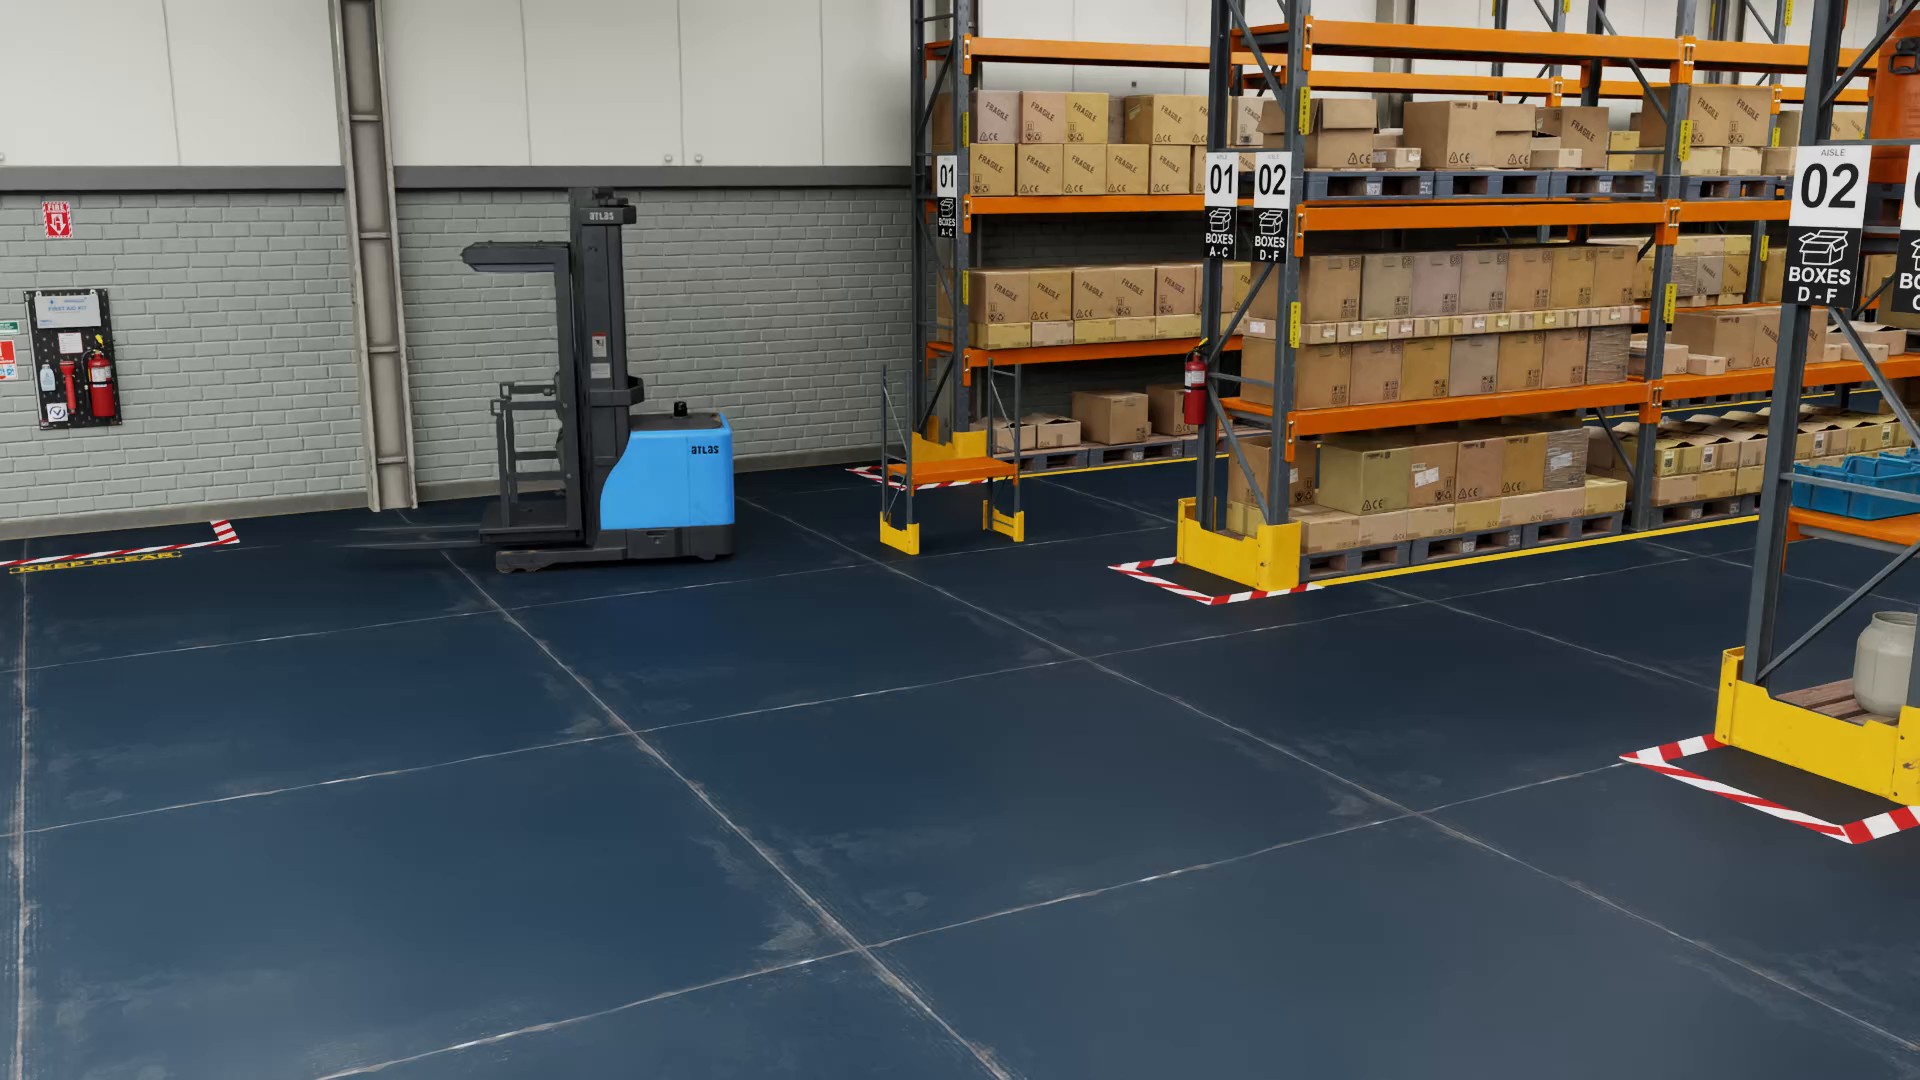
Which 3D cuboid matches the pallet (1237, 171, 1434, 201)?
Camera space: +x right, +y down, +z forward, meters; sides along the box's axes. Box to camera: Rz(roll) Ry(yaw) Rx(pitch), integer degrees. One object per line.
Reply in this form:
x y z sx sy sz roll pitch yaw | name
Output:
2.802 -2.696 12.628 1.213 0.211 1.003 -7 14 -28 | pallet

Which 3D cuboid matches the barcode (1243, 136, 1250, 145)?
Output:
2.203 -3.078 12.800 0.075 0.075 0.001 -7 14 -28 | barcode

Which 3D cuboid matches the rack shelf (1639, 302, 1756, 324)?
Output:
8.569 -2.862 21.633 4.000 0.370 1.077 -7 14 -28 | rack shelf

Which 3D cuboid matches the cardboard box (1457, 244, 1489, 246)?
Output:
6.250 -3.504 20.138 0.250 0.149 0.380 -10 16 -37 | cardboard box

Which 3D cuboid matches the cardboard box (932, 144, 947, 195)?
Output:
0.037 -3.776 16.949 0.500 0.500 0.500 -6 14 -24 | cardboard box

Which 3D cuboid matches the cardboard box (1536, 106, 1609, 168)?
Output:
5.111 -3.411 14.097 0.500 0.500 0.500 -6 14 -23 | cardboard box

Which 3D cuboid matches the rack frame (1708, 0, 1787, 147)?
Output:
10.325 -6.350 21.830 0.127 3.000 1.000 -7 14 -28 | rack frame

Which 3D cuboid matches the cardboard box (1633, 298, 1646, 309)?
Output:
8.555 -3.043 21.326 0.250 0.149 0.380 -7 14 -28 | cardboard box

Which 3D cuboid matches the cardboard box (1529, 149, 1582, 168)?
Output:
4.752 -3.062 13.348 0.250 0.149 0.380 -7 14 -28 | cardboard box

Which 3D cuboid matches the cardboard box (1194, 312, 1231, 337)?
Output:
2.591 -2.359 18.056 0.500 0.250 0.500 -7 14 -28 | cardboard box

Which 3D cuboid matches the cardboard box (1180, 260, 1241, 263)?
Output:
2.790 -2.875 18.640 0.500 0.500 0.500 -7 15 -29 | cardboard box

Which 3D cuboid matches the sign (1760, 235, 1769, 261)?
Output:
10.593 -3.846 21.910 0.005 0.325 0.100 -7 14 -28 | sign

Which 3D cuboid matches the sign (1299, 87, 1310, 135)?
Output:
2.430 -3.028 11.727 0.005 0.325 0.100 -7 14 -28 | sign

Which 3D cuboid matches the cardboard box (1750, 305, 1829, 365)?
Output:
7.726 -1.917 15.569 0.500 0.500 0.500 -8 15 -31 | cardboard box

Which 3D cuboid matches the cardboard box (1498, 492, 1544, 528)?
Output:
4.502 -0.294 13.889 0.500 0.250 0.500 -7 14 -28 | cardboard box

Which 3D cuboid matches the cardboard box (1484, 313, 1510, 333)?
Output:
4.197 -1.761 13.397 0.250 0.149 0.380 -6 14 -26 | cardboard box

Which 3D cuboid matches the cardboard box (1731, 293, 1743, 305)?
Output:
10.164 -3.220 22.114 0.250 0.149 0.380 -7 14 -27 | cardboard box

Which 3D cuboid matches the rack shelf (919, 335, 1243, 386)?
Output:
1.548 -2.020 17.893 4.000 0.370 1.077 -7 14 -28 | rack shelf

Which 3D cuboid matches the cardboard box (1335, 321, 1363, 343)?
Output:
2.847 -1.600 12.682 0.250 0.149 0.380 -7 15 -29 | cardboard box

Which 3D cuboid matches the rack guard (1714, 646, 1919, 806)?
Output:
4.583 0.951 8.746 0.348 0.500 1.175 -7 14 -28 | rack guard

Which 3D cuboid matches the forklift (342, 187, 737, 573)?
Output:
-3.361 -1.298 13.202 3.031 2.935 1.130 -2 13 -11 | forklift

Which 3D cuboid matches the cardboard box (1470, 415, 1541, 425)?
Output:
4.688 -0.814 14.493 0.500 0.500 0.500 -7 14 -28 | cardboard box

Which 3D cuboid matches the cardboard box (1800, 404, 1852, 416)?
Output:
8.590 -1.187 16.580 0.500 0.311 0.500 -6 14 -26 | cardboard box

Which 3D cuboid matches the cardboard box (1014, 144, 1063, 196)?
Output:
0.694 -3.719 16.699 0.500 0.500 0.500 -6 14 -24 | cardboard box

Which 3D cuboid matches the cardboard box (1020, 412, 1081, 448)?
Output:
0.943 -1.179 17.639 0.500 0.311 0.500 -6 14 -23 | cardboard box

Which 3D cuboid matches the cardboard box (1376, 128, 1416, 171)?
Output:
4.904 -4.471 19.126 0.500 0.500 0.500 -7 15 -30 | cardboard box

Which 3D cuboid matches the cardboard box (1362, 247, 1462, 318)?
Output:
3.532 -2.050 13.204 0.500 0.500 0.700 -7 14 -28 | cardboard box

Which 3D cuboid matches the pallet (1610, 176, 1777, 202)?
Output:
6.448 -3.093 14.624 1.217 0.209 0.805 -8 15 -30 | pallet

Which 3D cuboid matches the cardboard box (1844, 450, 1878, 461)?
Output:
8.395 -0.754 15.936 0.500 0.250 0.500 -7 14 -29 | cardboard box

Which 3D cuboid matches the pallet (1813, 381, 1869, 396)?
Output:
12.102 -2.257 23.657 1.213 0.211 1.003 -7 14 -28 | pallet

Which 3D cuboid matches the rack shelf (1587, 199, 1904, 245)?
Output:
7.435 -2.950 15.193 4.000 0.370 1.077 -7 14 -28 | rack shelf

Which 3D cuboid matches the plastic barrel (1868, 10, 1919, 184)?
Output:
4.905 -2.205 8.309 0.708 0.830 0.600 -7 14 -28 | plastic barrel

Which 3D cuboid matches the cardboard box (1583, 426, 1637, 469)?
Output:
5.898 -0.862 15.138 0.500 0.311 0.500 -7 14 -28 | cardboard box

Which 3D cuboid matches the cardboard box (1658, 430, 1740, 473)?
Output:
6.604 -0.812 14.912 0.500 0.311 0.500 -7 14 -29 | cardboard box

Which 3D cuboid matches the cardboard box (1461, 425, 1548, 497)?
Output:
4.496 -0.662 13.818 0.500 0.500 0.500 -7 14 -28 | cardboard box

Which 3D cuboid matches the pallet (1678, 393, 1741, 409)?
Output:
9.684 -1.967 22.370 1.213 0.211 1.003 -7 14 -28 | pallet

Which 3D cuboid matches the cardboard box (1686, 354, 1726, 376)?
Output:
6.556 -1.559 14.776 0.250 0.149 0.380 -7 14 -28 | cardboard box

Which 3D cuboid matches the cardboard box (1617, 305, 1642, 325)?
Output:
5.544 -1.923 14.116 0.250 0.149 0.380 -7 14 -28 | cardboard box

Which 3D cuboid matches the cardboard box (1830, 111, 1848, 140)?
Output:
11.533 -5.509 22.375 0.500 0.500 0.500 -7 15 -29 | cardboard box

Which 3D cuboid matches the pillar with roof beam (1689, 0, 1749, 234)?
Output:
12.588 -5.761 19.211 0.400 9.000 9.100 -7 14 -28 | pillar with roof beam

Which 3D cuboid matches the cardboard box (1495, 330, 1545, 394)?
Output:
4.391 -1.520 13.802 0.500 0.500 0.700 -7 14 -27 | cardboard box

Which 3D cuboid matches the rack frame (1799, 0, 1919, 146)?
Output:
4.539 -3.178 7.737 0.127 3.000 1.000 -7 14 -28 | rack frame

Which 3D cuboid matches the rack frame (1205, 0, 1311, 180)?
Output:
2.169 -4.133 11.980 0.127 3.000 1.000 -7 14 -28 | rack frame

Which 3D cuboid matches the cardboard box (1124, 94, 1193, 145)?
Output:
2.064 -4.370 17.312 0.500 0.500 0.500 -7 15 -30 | cardboard box

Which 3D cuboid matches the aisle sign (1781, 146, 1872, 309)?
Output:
4.334 -1.570 8.331 0.004 0.787 0.394 -7 14 -28 | aisle sign

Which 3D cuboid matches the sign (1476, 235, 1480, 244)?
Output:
6.545 -3.674 20.965 0.005 0.325 0.100 -7 14 -28 | sign

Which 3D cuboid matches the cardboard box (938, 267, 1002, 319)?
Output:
0.104 -2.554 17.213 0.500 0.500 0.500 -7 14 -28 | cardboard box

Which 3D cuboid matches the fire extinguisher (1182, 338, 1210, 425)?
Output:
1.843 -1.246 12.990 0.183 0.674 0.296 -7 14 -28 | fire extinguisher

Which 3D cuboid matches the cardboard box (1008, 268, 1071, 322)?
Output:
0.794 -2.506 16.999 0.500 0.500 0.500 -7 14 -28 | cardboard box

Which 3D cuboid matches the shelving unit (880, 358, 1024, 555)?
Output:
-0.067 -0.724 13.909 1.083 1.500 0.587 -7 14 -28 | shelving unit

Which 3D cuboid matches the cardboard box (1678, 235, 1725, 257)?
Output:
9.584 -3.842 21.692 0.500 0.250 0.500 -6 14 -27 | cardboard box

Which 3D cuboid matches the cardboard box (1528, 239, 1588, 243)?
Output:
7.361 -3.573 20.496 0.500 0.250 0.500 -6 14 -27 | cardboard box
